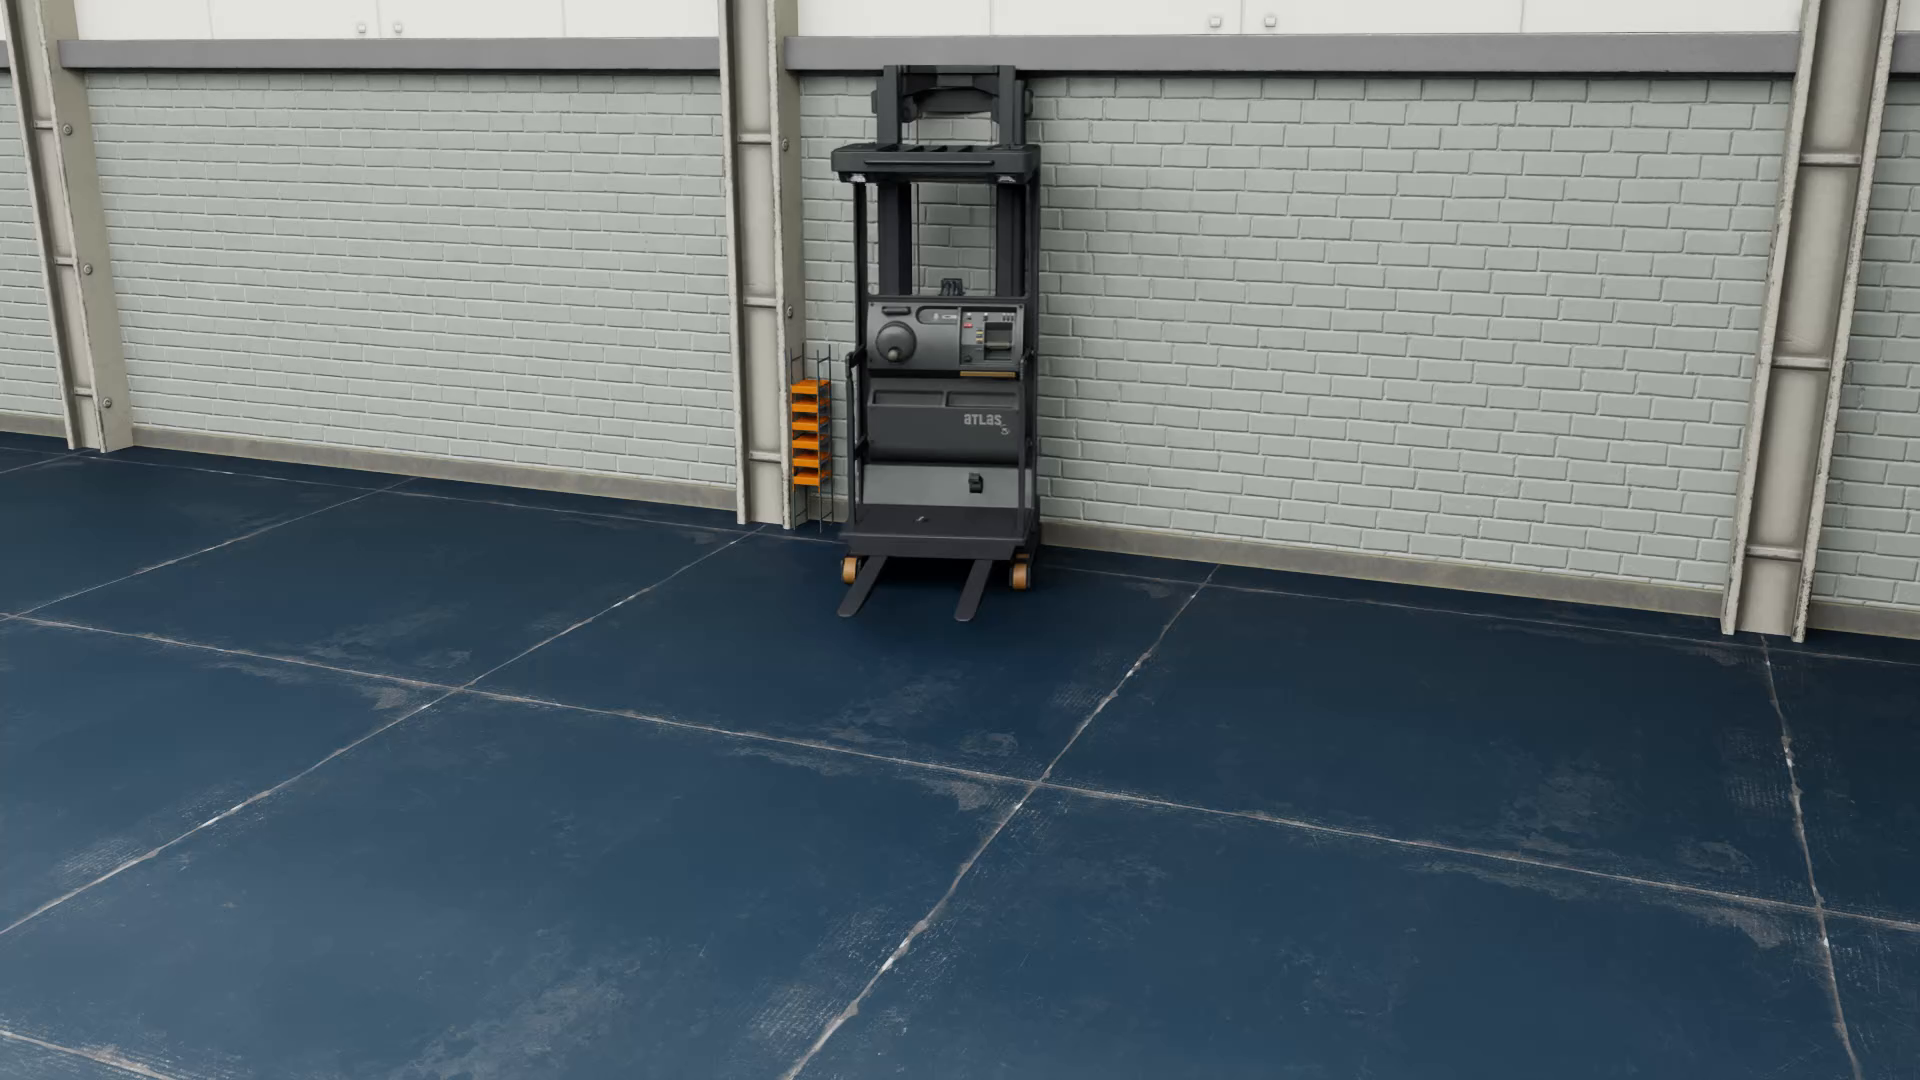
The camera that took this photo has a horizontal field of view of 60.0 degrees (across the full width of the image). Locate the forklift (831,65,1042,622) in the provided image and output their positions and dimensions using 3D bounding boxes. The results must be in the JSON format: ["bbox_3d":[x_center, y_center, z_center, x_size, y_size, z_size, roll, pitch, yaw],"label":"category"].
[{"bbox_3d":[-0.107,-1.213,9.596,1.130,2.935,3.031,2,16,7],"label":"forklift"}]

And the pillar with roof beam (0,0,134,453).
[{"bbox_3d":[-8.402,-3.949,8.136,0.400,9.000,9.100,6,17,21],"label":"pillar with roof beam"}]

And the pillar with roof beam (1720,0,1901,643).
[{"bbox_3d":[2.761,-2.721,3.907,0.400,9.000,9.100,6,17,21],"label":"pillar with roof beam"}]

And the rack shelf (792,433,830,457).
[{"bbox_3d":[-0.961,-0.621,10.819,0.180,0.103,0.258,5,17,15],"label":"rack shelf"}]

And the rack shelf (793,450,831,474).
[{"bbox_3d":[-0.962,-0.506,10.852,0.180,0.103,0.258,5,17,15],"label":"rack shelf"}]

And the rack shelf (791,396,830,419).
[{"bbox_3d":[-0.960,-0.852,10.752,0.180,0.103,0.258,5,17,15],"label":"rack shelf"}]

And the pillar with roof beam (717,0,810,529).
[{"bbox_3d":[-2.821,-3.335,6.022,0.400,9.000,9.100,6,17,21],"label":"pillar with roof beam"}]

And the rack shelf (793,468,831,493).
[{"bbox_3d":[-0.962,-0.391,10.886,0.180,0.103,0.258,5,17,15],"label":"rack shelf"}]

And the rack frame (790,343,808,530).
[{"bbox_3d":[-1.049,-0.671,10.830,0.006,1.200,0.240,5,17,15],"label":"rack frame"}]

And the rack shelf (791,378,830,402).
[{"bbox_3d":[-0.960,-0.967,10.718,0.180,0.103,0.258,5,17,15],"label":"rack shelf"}]

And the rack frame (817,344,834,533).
[{"bbox_3d":[-0.873,-0.656,10.783,0.006,1.200,0.240,5,17,15],"label":"rack frame"}]

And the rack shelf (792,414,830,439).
[{"bbox_3d":[-0.961,-0.736,10.785,0.180,0.103,0.258,5,17,15],"label":"rack shelf"}]

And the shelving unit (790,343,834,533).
[{"bbox_3d":[-0.961,-0.664,10.806,0.189,1.200,0.258,5,17,15],"label":"shelving unit"}]
